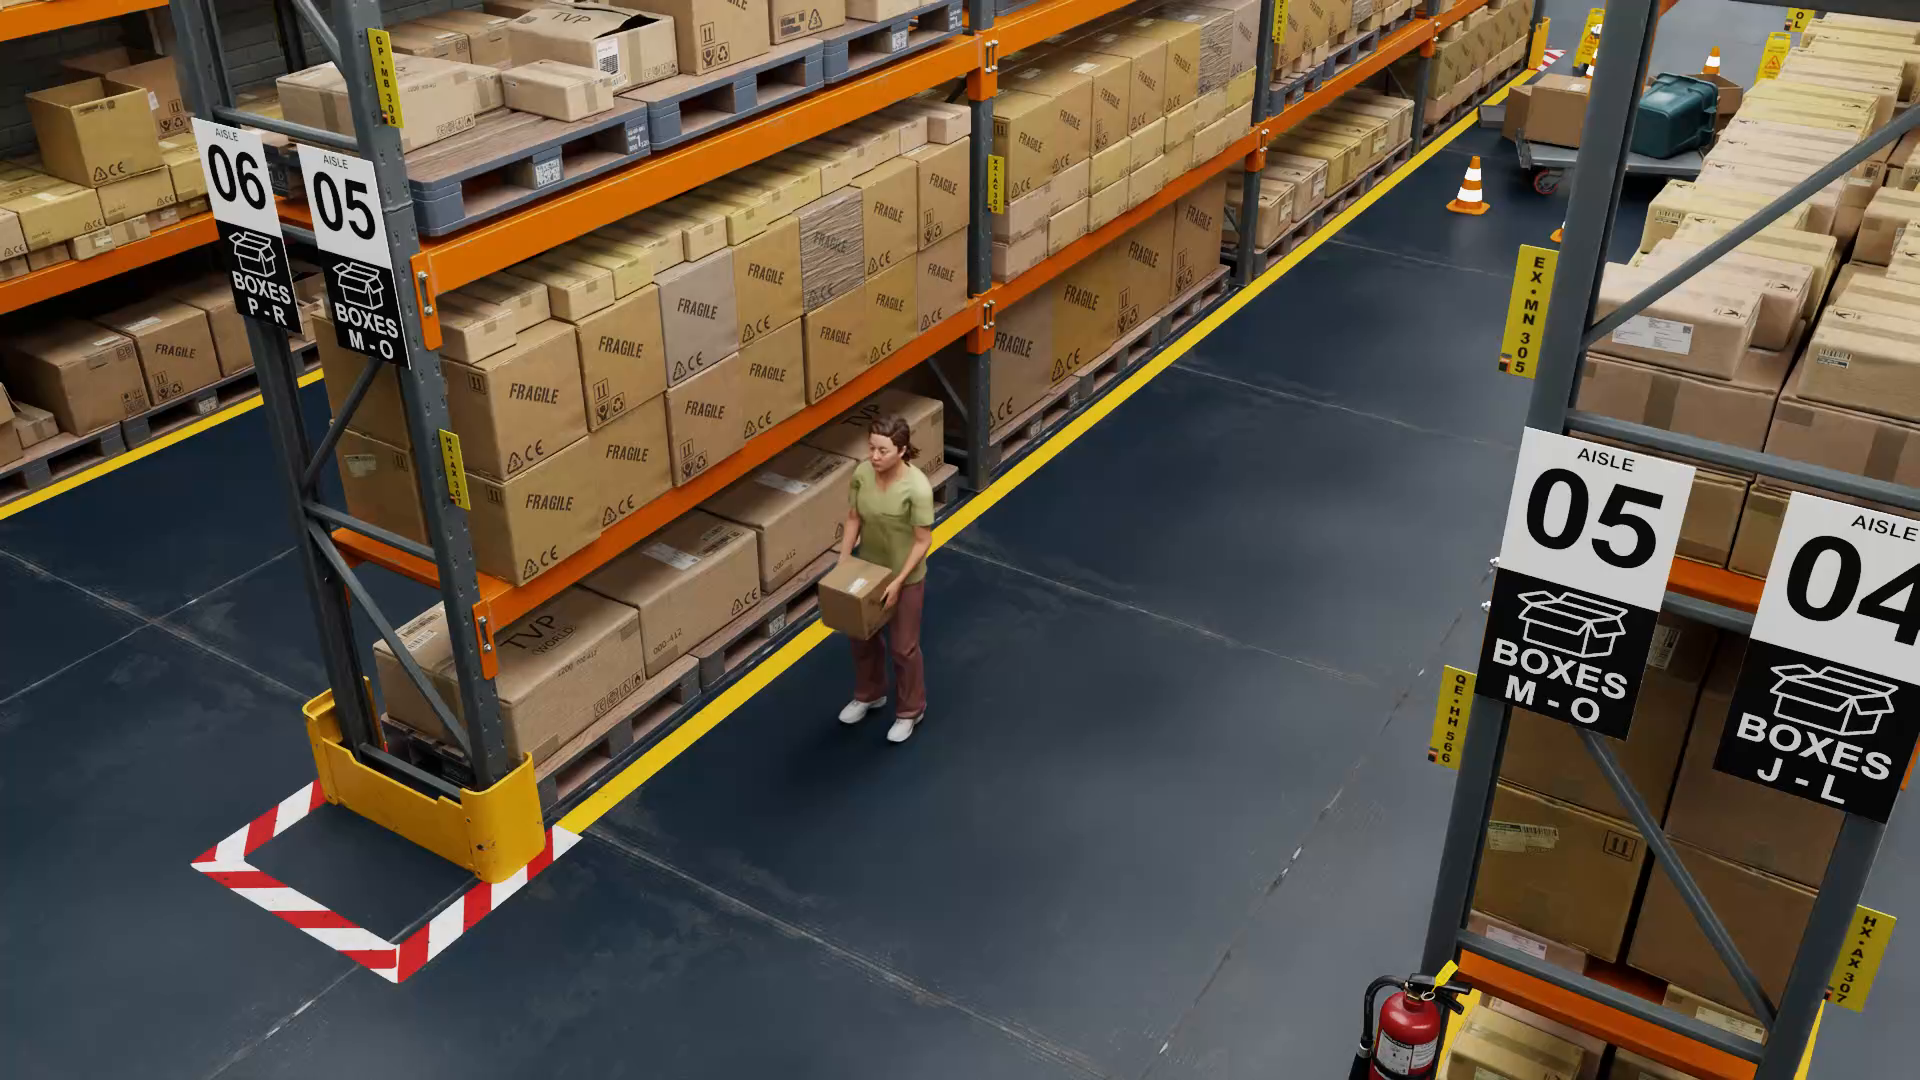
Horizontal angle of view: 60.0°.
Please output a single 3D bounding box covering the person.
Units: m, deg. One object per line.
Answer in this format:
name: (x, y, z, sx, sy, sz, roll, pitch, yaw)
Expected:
person: (-0.352, 0.182, 7.873, 0.468, 1.675, 0.435, 18, 35, 28)
